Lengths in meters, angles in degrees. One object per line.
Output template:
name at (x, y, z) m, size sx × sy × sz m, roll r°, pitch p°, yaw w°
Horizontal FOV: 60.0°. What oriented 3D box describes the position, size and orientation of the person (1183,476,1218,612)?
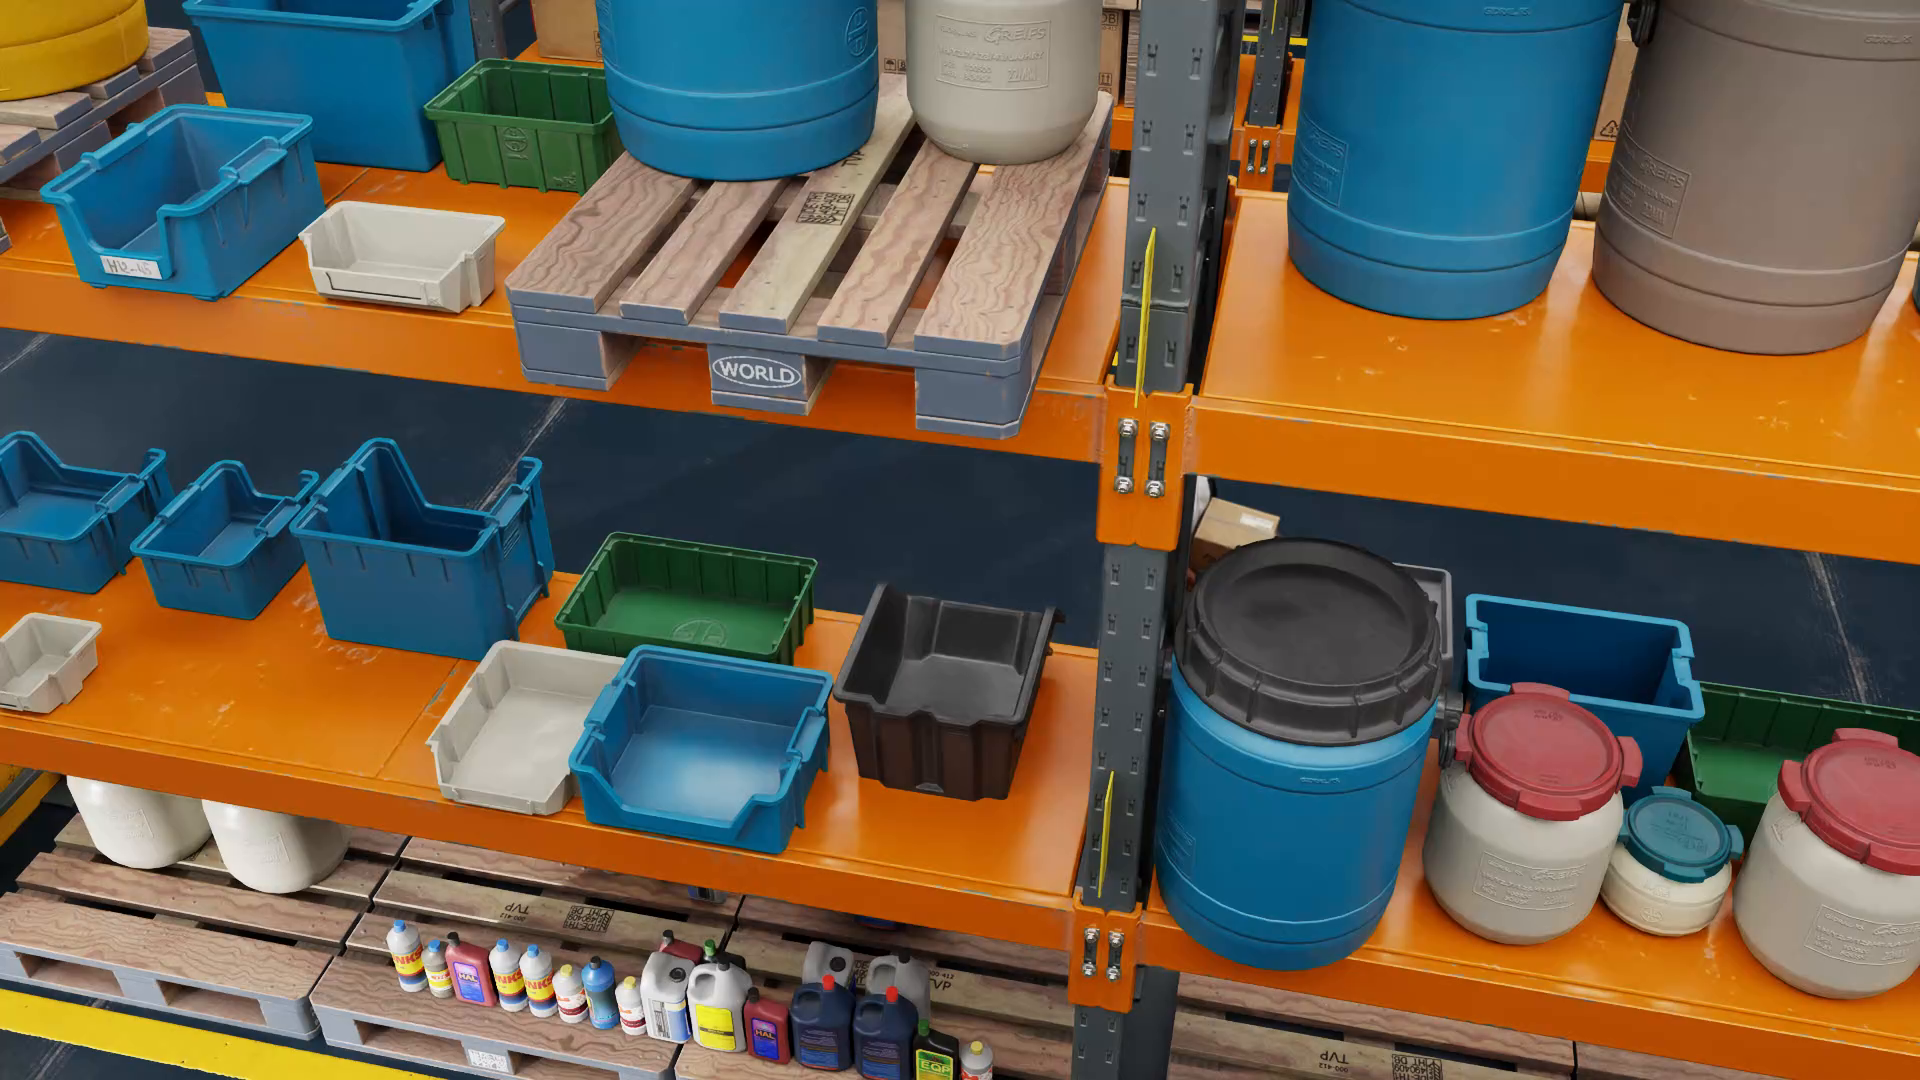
person at (0.768, 0.129, 5.951) m, size 0.532 × 1.690 × 0.450 m, roll 13°, pitch 39°, yaw 16°
